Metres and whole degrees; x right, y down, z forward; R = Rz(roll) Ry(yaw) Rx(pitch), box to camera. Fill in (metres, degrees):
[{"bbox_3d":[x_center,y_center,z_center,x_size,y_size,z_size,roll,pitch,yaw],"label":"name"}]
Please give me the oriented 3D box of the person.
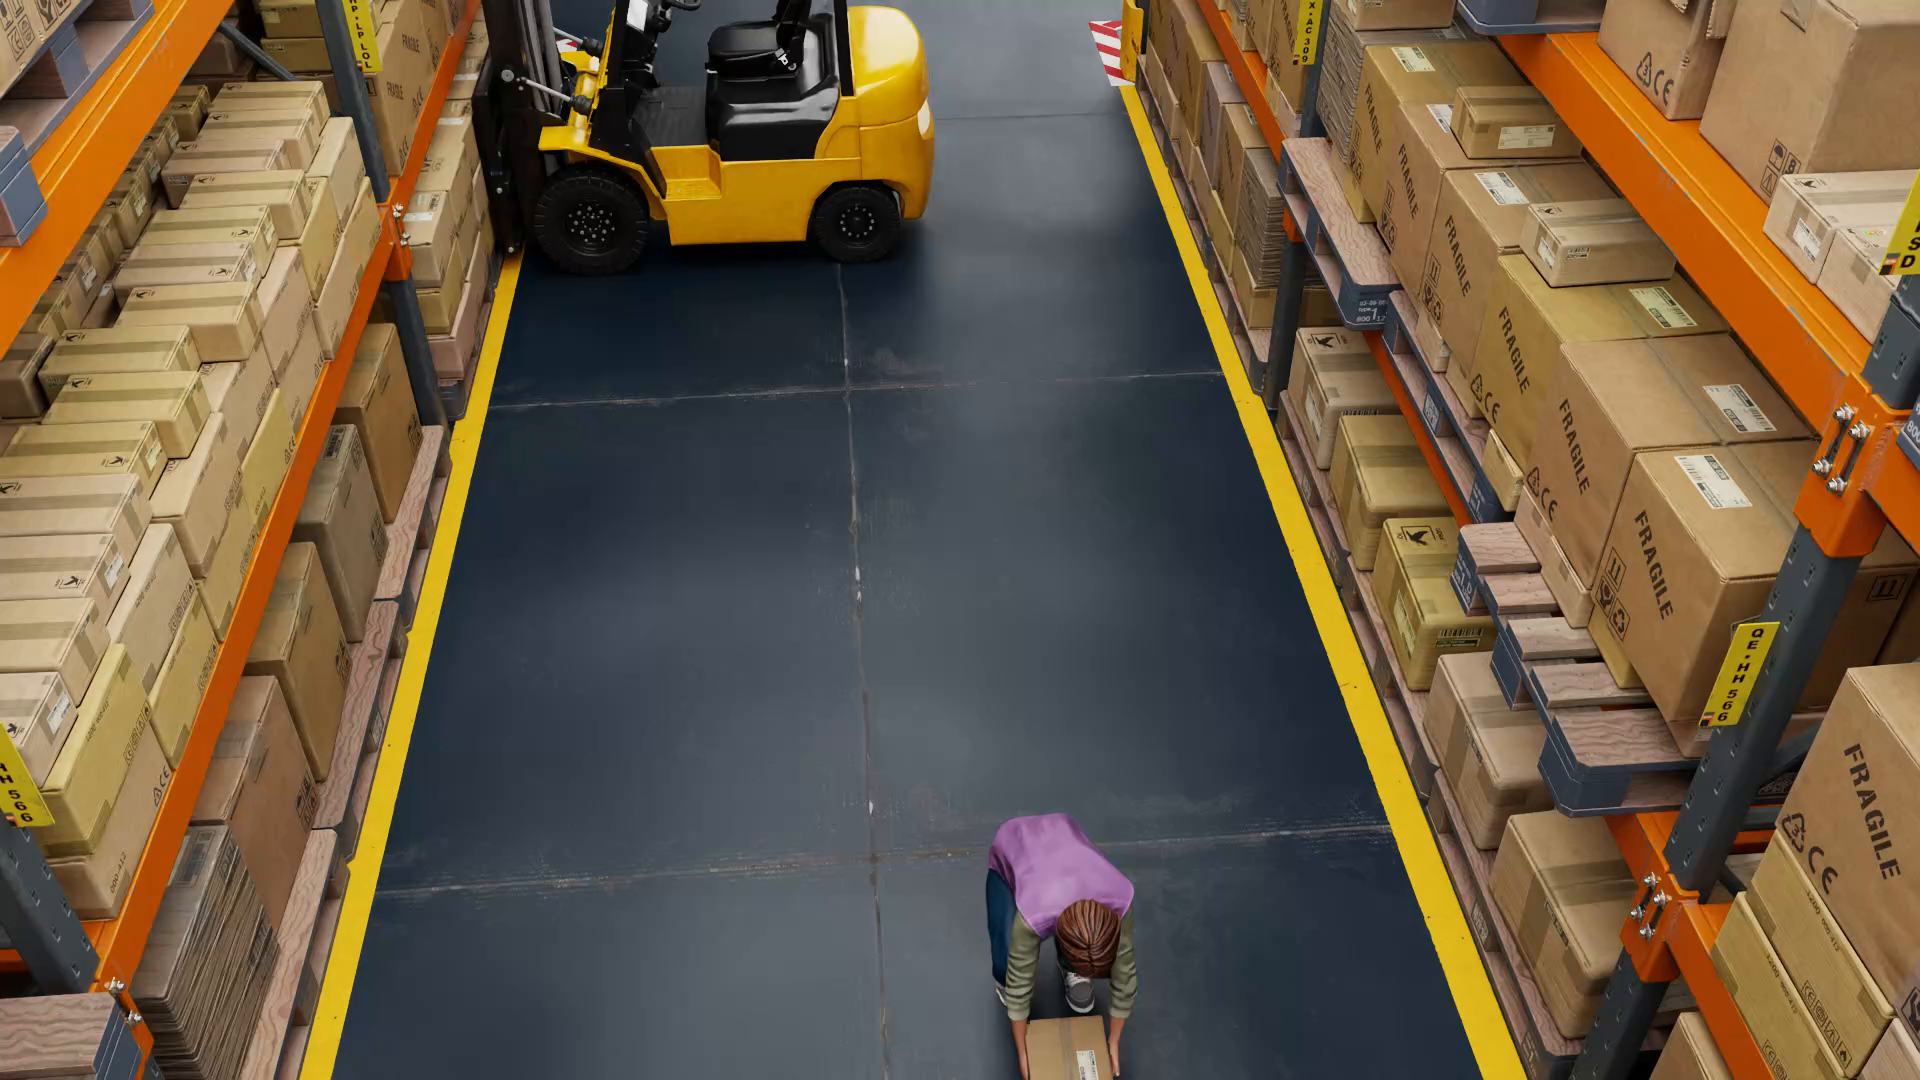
[{"bbox_3d":[0.304,1.255,5.292,0.436,0.783,0.803,-3,40,-4],"label":"person"}]
